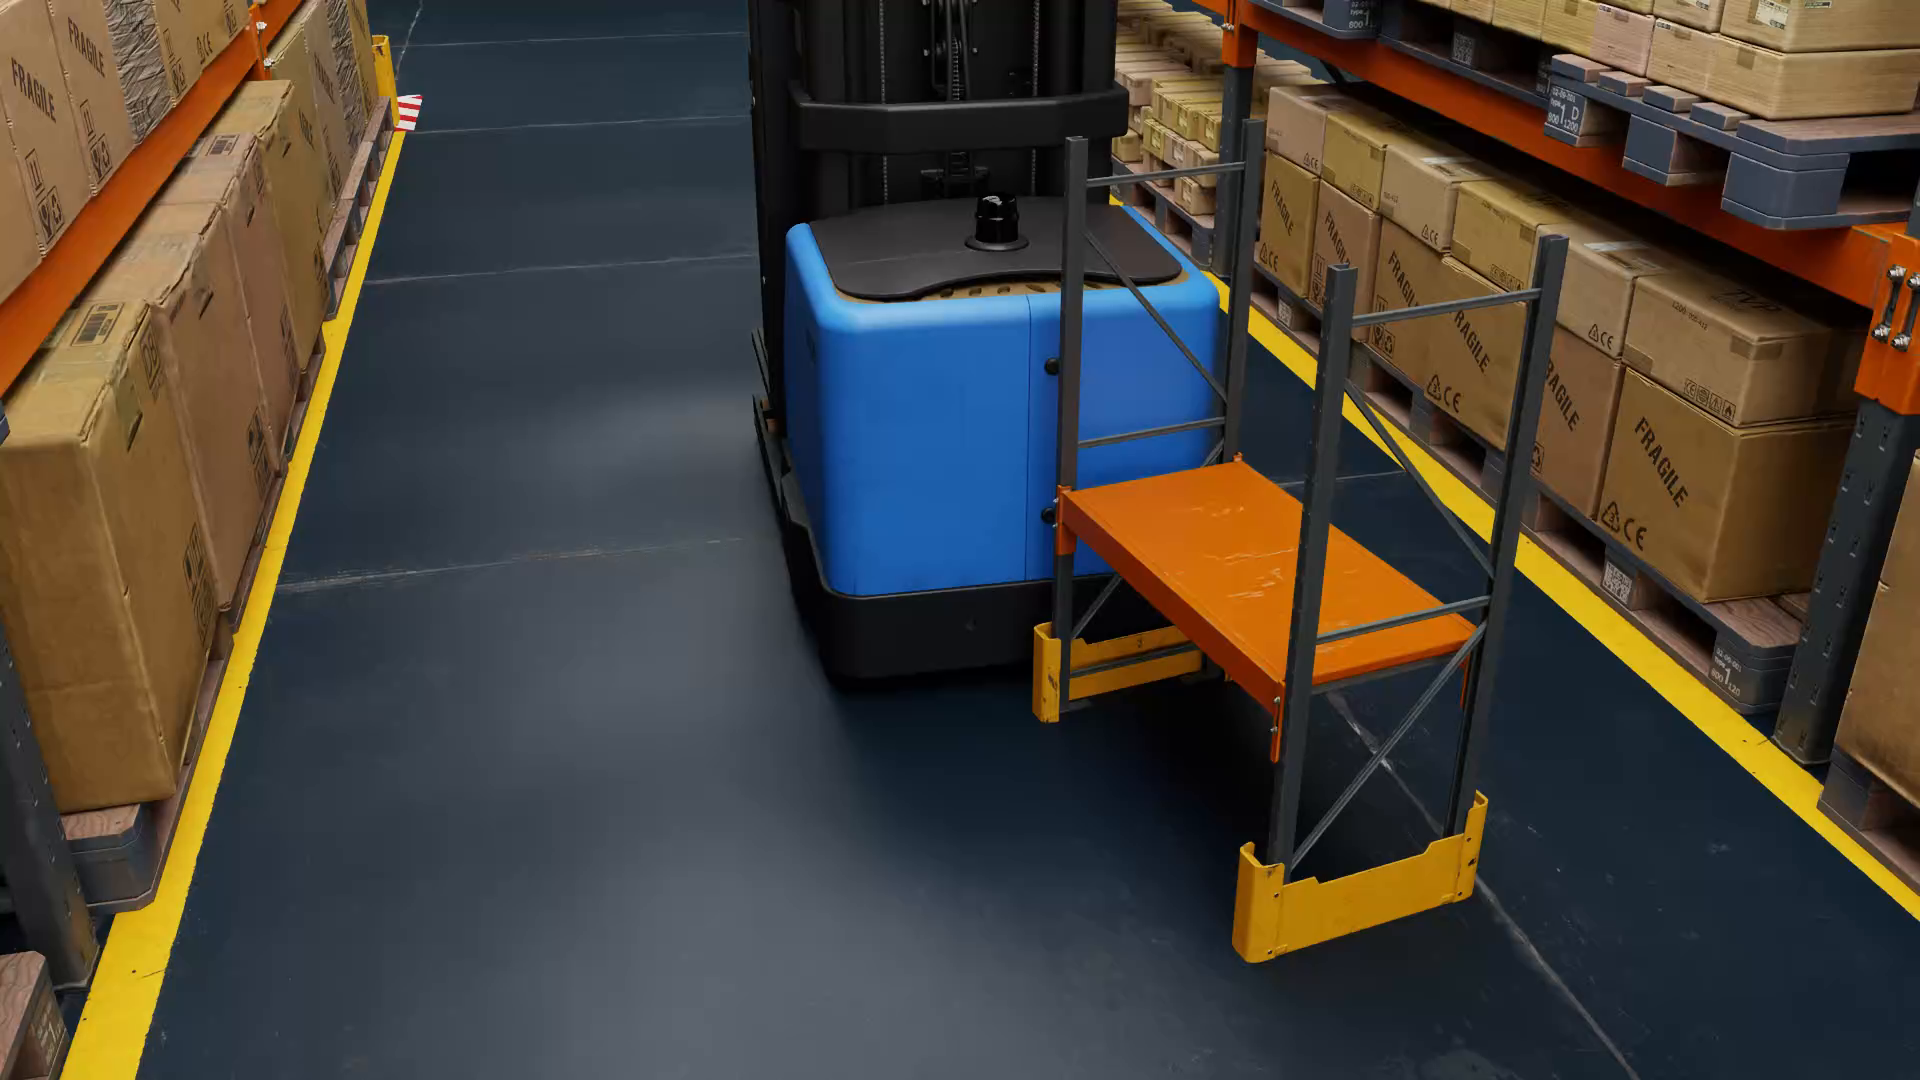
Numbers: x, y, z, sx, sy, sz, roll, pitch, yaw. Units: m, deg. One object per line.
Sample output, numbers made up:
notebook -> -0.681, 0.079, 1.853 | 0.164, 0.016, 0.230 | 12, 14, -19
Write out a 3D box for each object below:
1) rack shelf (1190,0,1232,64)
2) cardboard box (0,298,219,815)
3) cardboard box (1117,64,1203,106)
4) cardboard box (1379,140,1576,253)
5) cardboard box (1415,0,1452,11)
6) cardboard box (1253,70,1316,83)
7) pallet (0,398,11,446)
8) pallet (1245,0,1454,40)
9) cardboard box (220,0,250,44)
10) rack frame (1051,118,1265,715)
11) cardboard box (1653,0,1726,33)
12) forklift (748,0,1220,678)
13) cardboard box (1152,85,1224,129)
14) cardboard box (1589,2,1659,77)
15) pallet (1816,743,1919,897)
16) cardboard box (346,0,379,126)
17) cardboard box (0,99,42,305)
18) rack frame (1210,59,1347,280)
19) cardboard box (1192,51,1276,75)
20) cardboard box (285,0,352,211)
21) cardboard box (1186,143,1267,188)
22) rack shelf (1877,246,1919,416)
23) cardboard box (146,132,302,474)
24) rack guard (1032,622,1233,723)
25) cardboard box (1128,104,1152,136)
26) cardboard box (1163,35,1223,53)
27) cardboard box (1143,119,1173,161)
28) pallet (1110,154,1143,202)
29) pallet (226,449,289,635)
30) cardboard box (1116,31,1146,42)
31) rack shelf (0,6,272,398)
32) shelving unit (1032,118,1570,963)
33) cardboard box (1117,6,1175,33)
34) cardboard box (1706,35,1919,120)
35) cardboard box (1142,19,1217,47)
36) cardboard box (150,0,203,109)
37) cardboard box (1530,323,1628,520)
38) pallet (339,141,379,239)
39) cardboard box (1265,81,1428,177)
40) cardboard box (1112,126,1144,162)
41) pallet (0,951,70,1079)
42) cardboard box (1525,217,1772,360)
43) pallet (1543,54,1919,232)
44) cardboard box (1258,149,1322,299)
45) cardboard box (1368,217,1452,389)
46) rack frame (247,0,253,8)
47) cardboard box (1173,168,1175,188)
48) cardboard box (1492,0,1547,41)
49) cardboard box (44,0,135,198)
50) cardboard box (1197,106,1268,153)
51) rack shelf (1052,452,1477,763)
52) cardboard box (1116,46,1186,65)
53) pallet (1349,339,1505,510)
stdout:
rack shelf -> 1.210, -3.162, 8.984 | 1.077, 0.370, 4.000 | -6, 27, -12
cardboard box -> -2.428, 0.066, 3.682 | 1.225, 0.875, 0.875 | -7, 28, -14
cardboard box -> 1.035, -2.363, 8.641 | 0.380, 0.149, 0.250 | -7, 28, -14
cardboard box -> 1.803, -1.202, 5.779 | 0.500, 0.250, 0.500 | -5, 27, -10
cardboard box -> 1.655, -1.777, 5.255 | 0.380, 0.149, 0.250 | -7, 28, -14
cardboard box -> 1.595, -2.303, 8.521 | 0.380, 0.149, 0.250 | -7, 28, -13
pallet -> -2.028, -0.002, 2.138 | 1.213, 0.211, 1.003 | -6, 27, -12
pallet -> 1.692, -2.169, 6.431 | 1.003, 0.211, 1.213 | -6, 27, -12
cardboard box -> -2.823, -2.013, 5.798 | 0.500, 0.500, 0.500 | -6, 27, -11
rack frame -> 0.469, -0.261, 4.102 | 0.500, 1.500, 0.032 | -11, 29, -20
cardboard box -> 1.946, -1.345, 4.068 | 0.380, 0.149, 0.250 | -5, 27, -10
forklift -> -0.124, -1.587, 5.141 | 1.130, 2.935, 3.031 | -5, 27, -10
cardboard box -> 1.168, -2.132, 8.182 | 0.380, 0.149, 0.250 | -6, 27, -12
cardboard box -> 1.891, -1.316, 4.342 | 0.380, 0.149, 0.250 | -5, 27, -11
pallet -> 2.667, 0.750, 3.531 | 1.003, 0.211, 1.213 | -6, 27, -12
cardboard box -> -3.873, -2.868, 9.495 | 0.875, 0.875, 0.875 | -6, 27, -12
cardboard box -> -2.137, -0.675, 3.148 | 0.500, 0.500, 0.500 | -5, 27, -10
rack frame -> 1.661, -2.605, 7.082 | 1.000, 3.000, 0.127 | -6, 27, -12
cardboard box -> 1.475, -2.534, 8.979 | 0.380, 0.149, 0.250 | -7, 28, -14
cardboard box -> -3.468, -2.078, 7.929 | 0.875, 0.875, 0.875 | -6, 27, -12
cardboard box -> 1.280, -1.759, 7.773 | 0.380, 0.149, 0.250 | -5, 27, -11
rack shelf -> 3.013, 0.350, 2.026 | 1.077, 0.370, 4.000 | -6, 27, -12
cardboard box -> -2.828, -0.714, 5.227 | 1.225, 0.875, 0.875 | -7, 28, -13
rack guard -> 0.470, 0.298, 4.383 | 0.587, 0.250, 0.087 | -11, 29, -20
cardboard box -> 1.092, -2.222, 8.691 | 0.380, 0.149, 0.250 | -5, 27, -10
cardboard box -> 1.371, -2.758, 9.424 | 0.380, 0.149, 0.250 | -7, 28, -13
cardboard box -> 1.130, -1.992, 8.235 | 0.380, 0.149, 0.250 | -7, 28, -13
pallet -> 1.197, -2.188, 9.351 | 1.003, 0.211, 1.213 | -6, 27, -12
pallet -> -2.668, -0.033, 5.081 | 1.003, 0.211, 1.213 | -6, 27, -12
cardboard box -> 0.848, -2.821, 9.548 | 0.380, 0.149, 0.250 | -5, 27, -10
rack shelf -> -2.743, -0.947, 4.595 | 1.077, 0.370, 4.000 | -6, 27, -12
shelving unit -> 0.664, -0.054, 3.692 | 0.587, 1.500, 1.083 | -11, 29, -20
cardboard box -> 1.127, -3.219, 10.335 | 0.380, 0.149, 0.250 | -5, 27, -11
cardboard box -> 2.004, -1.094, 3.902 | 0.380, 0.149, 0.250 | -5, 27, -11
cardboard box -> 1.305, -2.998, 9.898 | 0.380, 0.149, 0.250 | -7, 28, -14
cardboard box -> -2.593, -1.566, 4.913 | 0.500, 0.500, 0.500 | -6, 27, -12
cardboard box -> 2.046, -0.411, 5.044 | 0.500, 0.500, 0.500 | -5, 27, -10
pallet -> -3.568, -1.779, 8.541 | 1.003, 0.211, 1.213 | -6, 27, -12
cardboard box -> 1.570, -1.660, 6.686 | 0.500, 0.250, 0.500 | -7, 28, -14
cardboard box -> 1.007, -2.112, 8.803 | 0.380, 0.149, 0.250 | -6, 27, -12
pallet -> -2.118, 1.198, 2.641 | 1.003, 0.211, 1.213 | -6, 27, -12
cardboard box -> 2.029, -0.750, 4.882 | 0.500, 0.250, 0.500 | -6, 27, -11
pallet -> 2.298, -1.065, 4.245 | 1.213, 0.211, 1.003 | -6, 27, -12
cardboard box -> 1.569, -1.325, 6.855 | 0.500, 0.500, 0.500 | -5, 27, -10
cardboard box -> 1.821, -0.865, 5.942 | 0.500, 0.500, 0.500 | -5, 27, -11
rack frame -> -3.194, -2.146, 6.172 | 1.000, 3.000, 0.127 | -6, 27, -12
cardboard box -> 1.264, -1.780, 8.145 | 0.380, 0.149, 0.250 | -5, 27, -10
cardboard box -> 1.776, -1.544, 4.793 | 0.380, 0.149, 0.250 | -7, 28, -14
cardboard box -> -2.374, -1.126, 4.041 | 0.500, 0.500, 0.500 | -6, 27, -13
cardboard box -> 1.327, -1.915, 7.753 | 0.380, 0.149, 0.250 | -5, 27, -10
rack shelf -> 0.667, 0.111, 3.765 | 0.538, 0.185, 1.000 | -11, 29, -20
cardboard box -> 1.013, -2.600, 9.111 | 0.380, 0.149, 0.250 | -6, 27, -11
pallet -> 2.116, -0.482, 5.970 | 1.003, 0.211, 1.213 | -6, 27, -12
